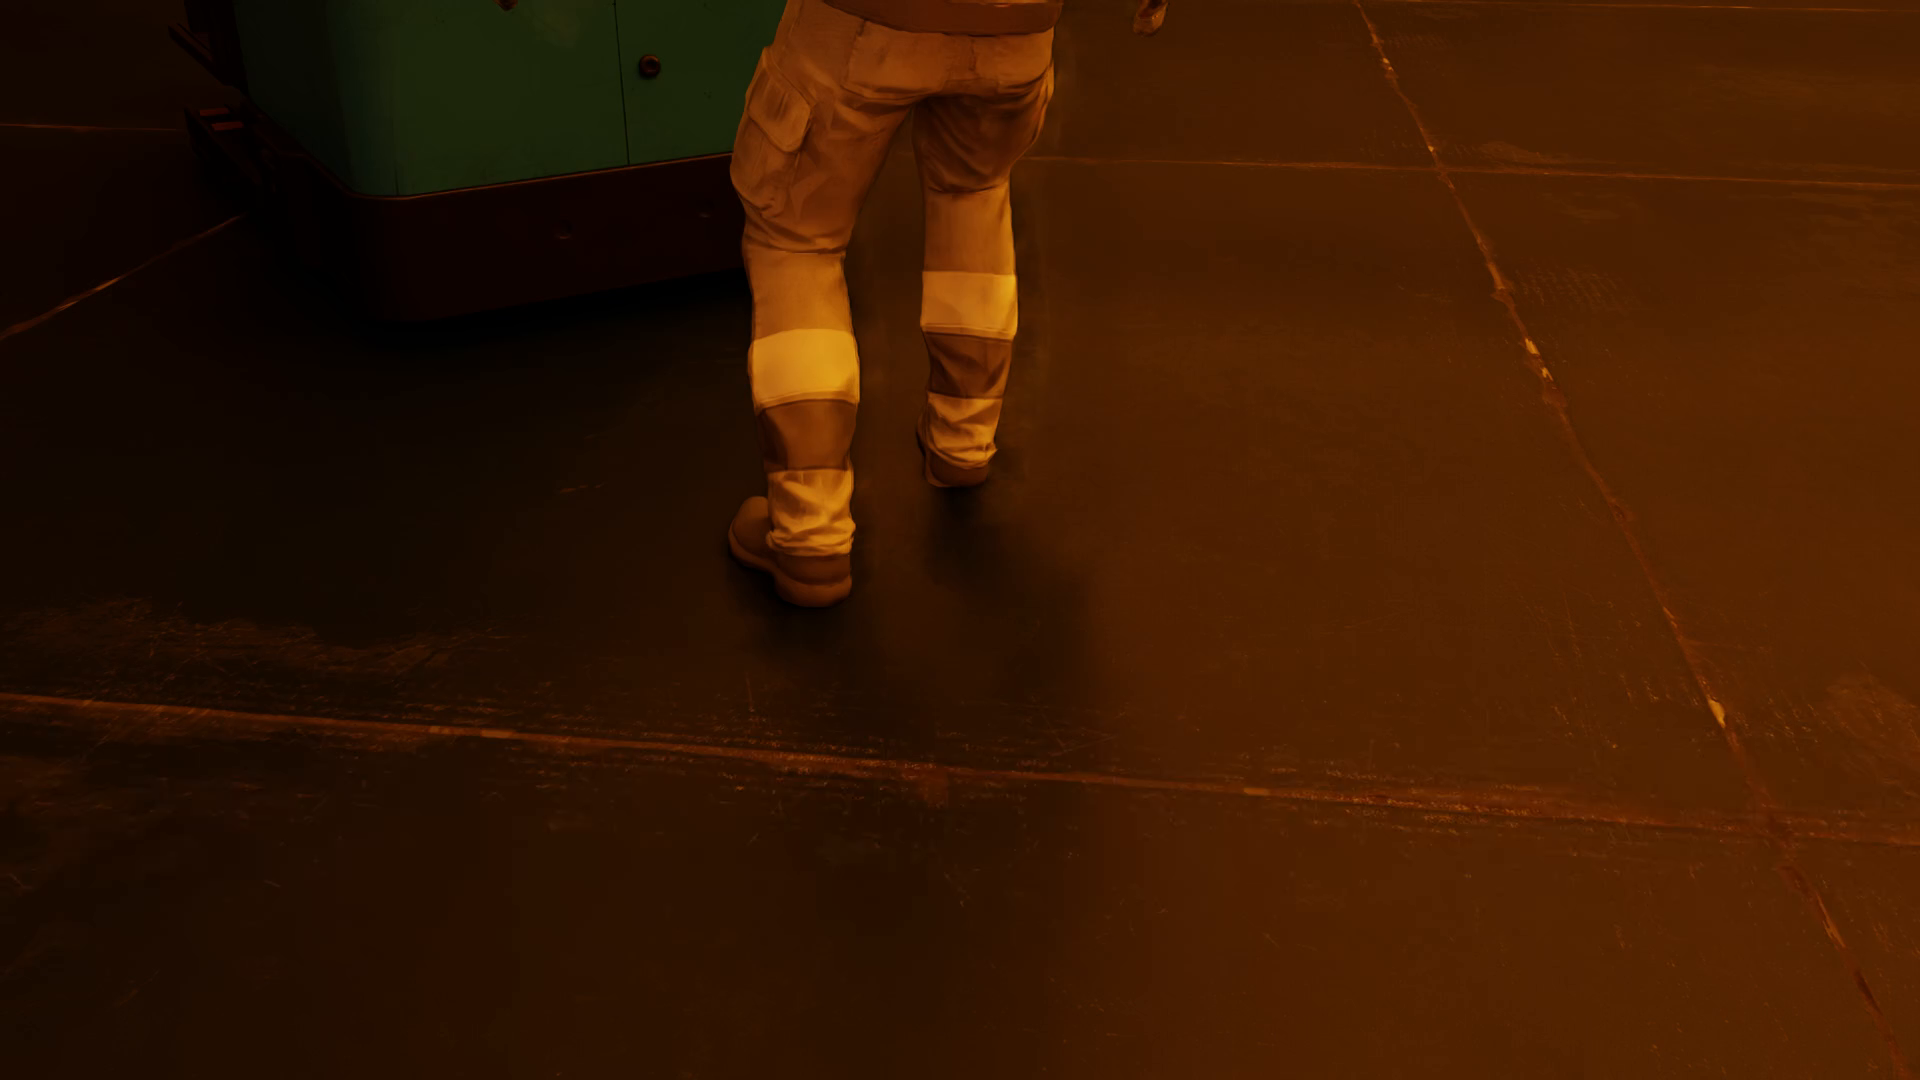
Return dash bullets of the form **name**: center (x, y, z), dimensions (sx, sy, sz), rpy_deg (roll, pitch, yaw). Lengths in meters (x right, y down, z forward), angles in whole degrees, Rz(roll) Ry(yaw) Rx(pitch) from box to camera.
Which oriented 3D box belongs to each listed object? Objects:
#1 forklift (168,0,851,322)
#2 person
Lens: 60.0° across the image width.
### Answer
- **forklift**: center (-1.441, -2.341, 3.910), dimensions (1.130, 2.935, 3.031), rpy_deg (-15, 30, -28)
- **person**: center (-0.141, -0.769, 2.237), dimensions (0.941, 1.685, 0.540), rpy_deg (-14, 30, -26)
